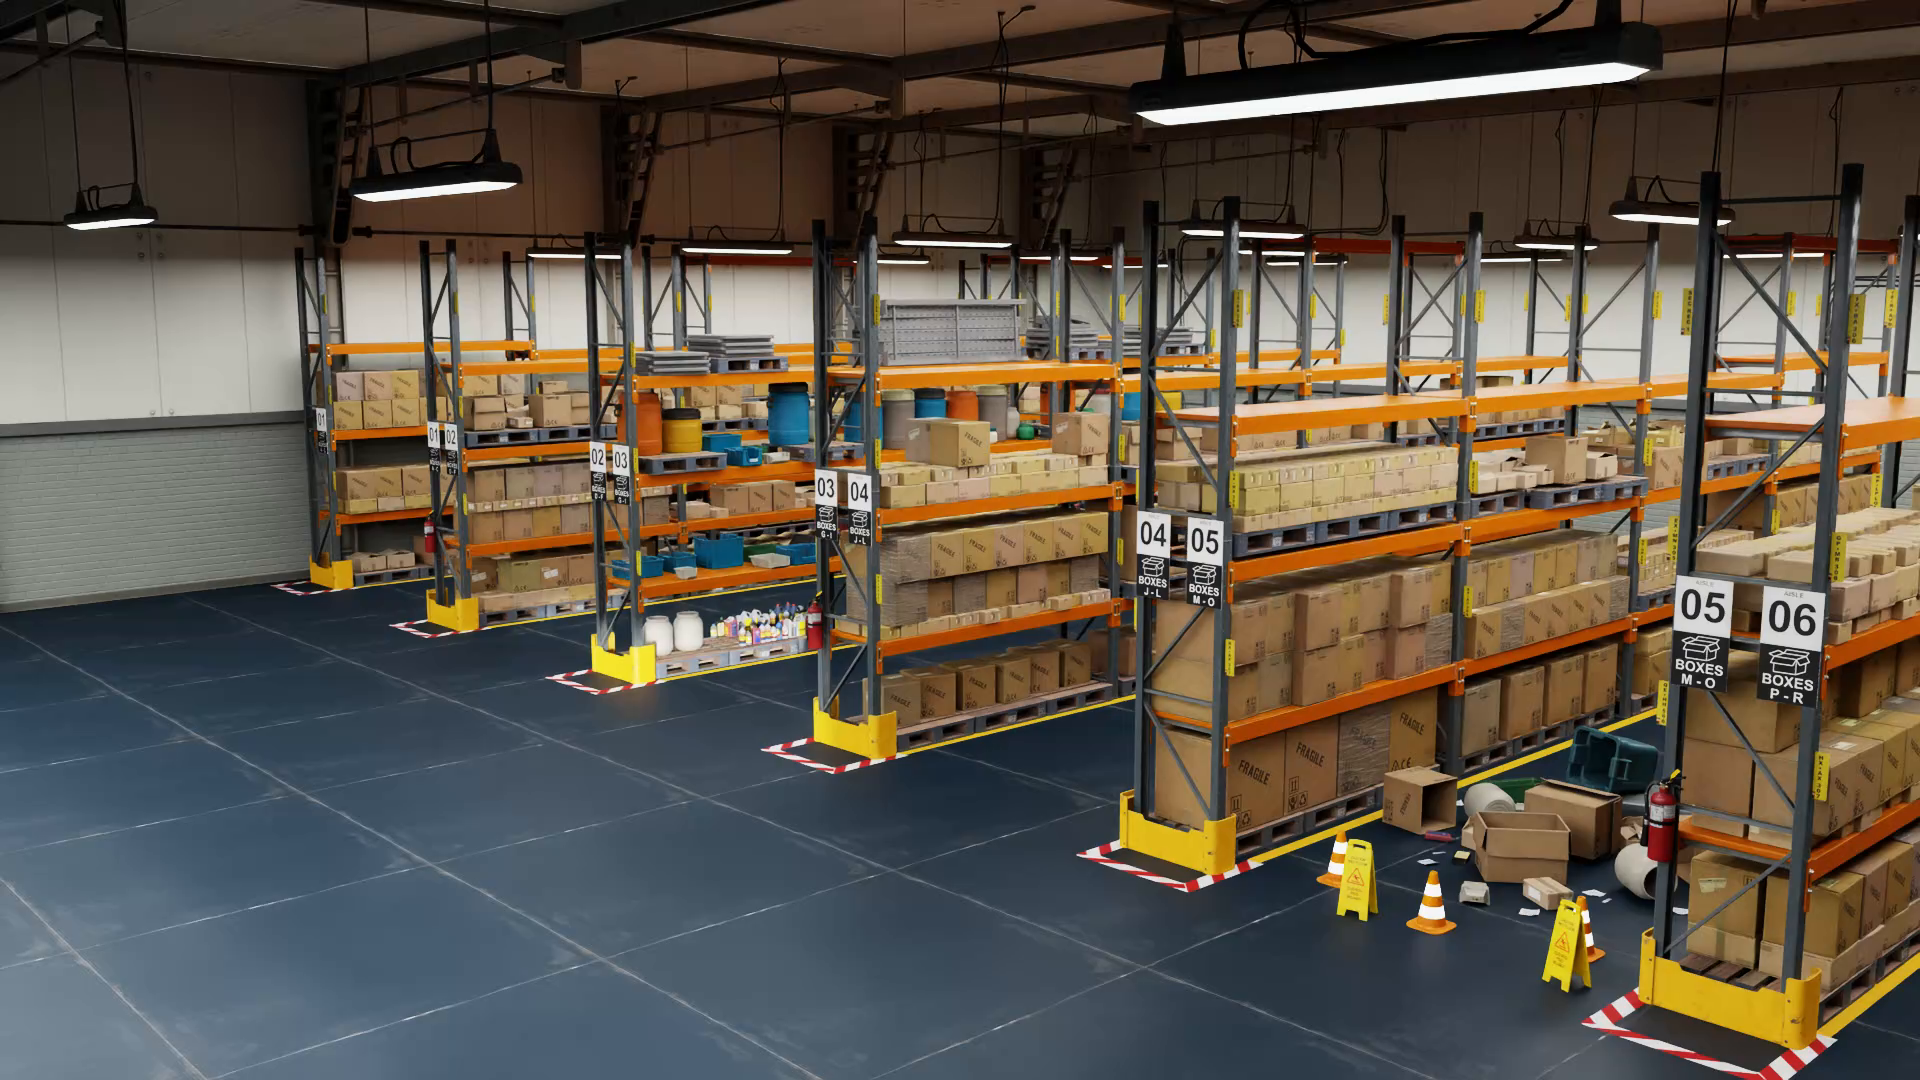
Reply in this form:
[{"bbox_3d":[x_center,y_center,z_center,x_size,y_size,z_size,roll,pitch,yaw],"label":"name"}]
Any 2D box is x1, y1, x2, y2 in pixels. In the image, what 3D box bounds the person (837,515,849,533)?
[{"bbox_3d":[-2.527,-0.874,35.592,0.476,1.671,0.484,-1,8,-7],"label":"person"}]
